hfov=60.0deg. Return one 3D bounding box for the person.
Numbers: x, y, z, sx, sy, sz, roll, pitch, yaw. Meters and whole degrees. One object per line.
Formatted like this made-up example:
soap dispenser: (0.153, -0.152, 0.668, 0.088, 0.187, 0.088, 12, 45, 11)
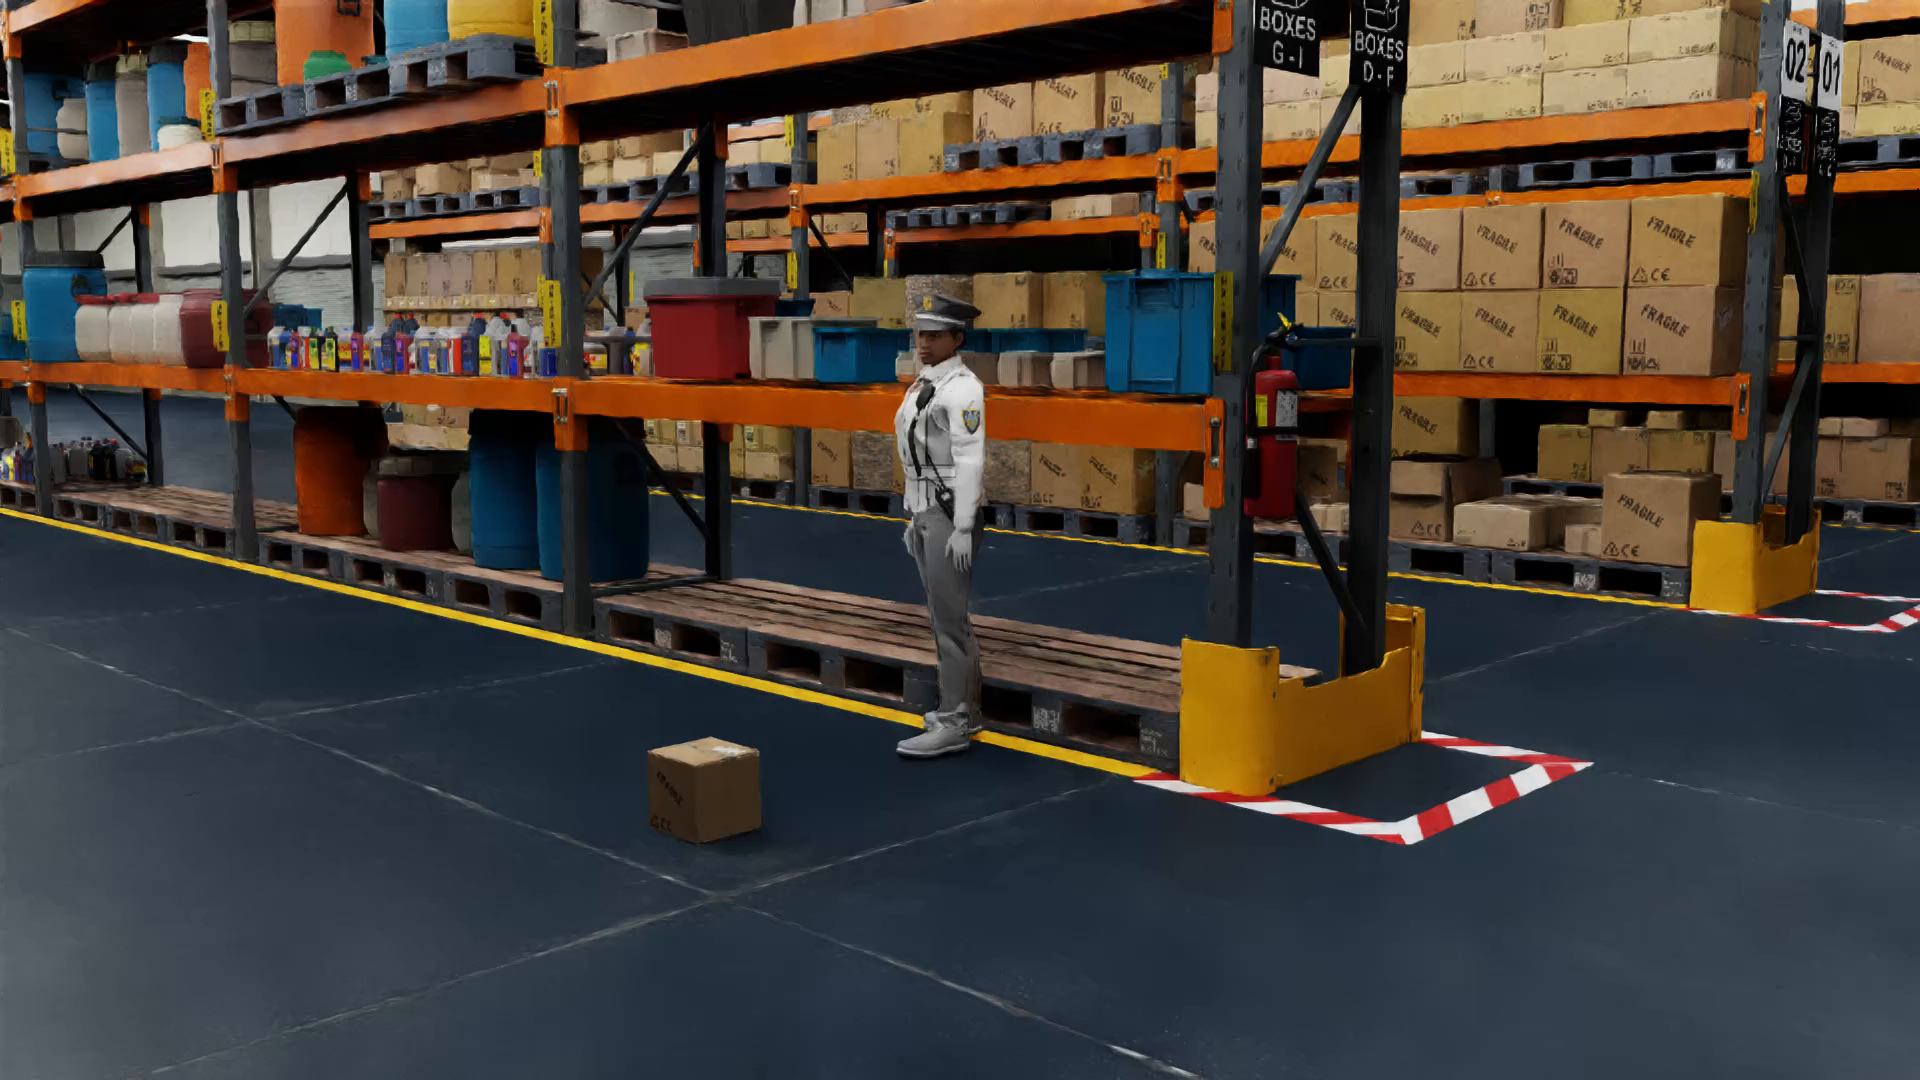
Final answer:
person: (-0.080, -0.065, 6.138, 0.380, 1.676, 0.567, -2, 7, -14)
